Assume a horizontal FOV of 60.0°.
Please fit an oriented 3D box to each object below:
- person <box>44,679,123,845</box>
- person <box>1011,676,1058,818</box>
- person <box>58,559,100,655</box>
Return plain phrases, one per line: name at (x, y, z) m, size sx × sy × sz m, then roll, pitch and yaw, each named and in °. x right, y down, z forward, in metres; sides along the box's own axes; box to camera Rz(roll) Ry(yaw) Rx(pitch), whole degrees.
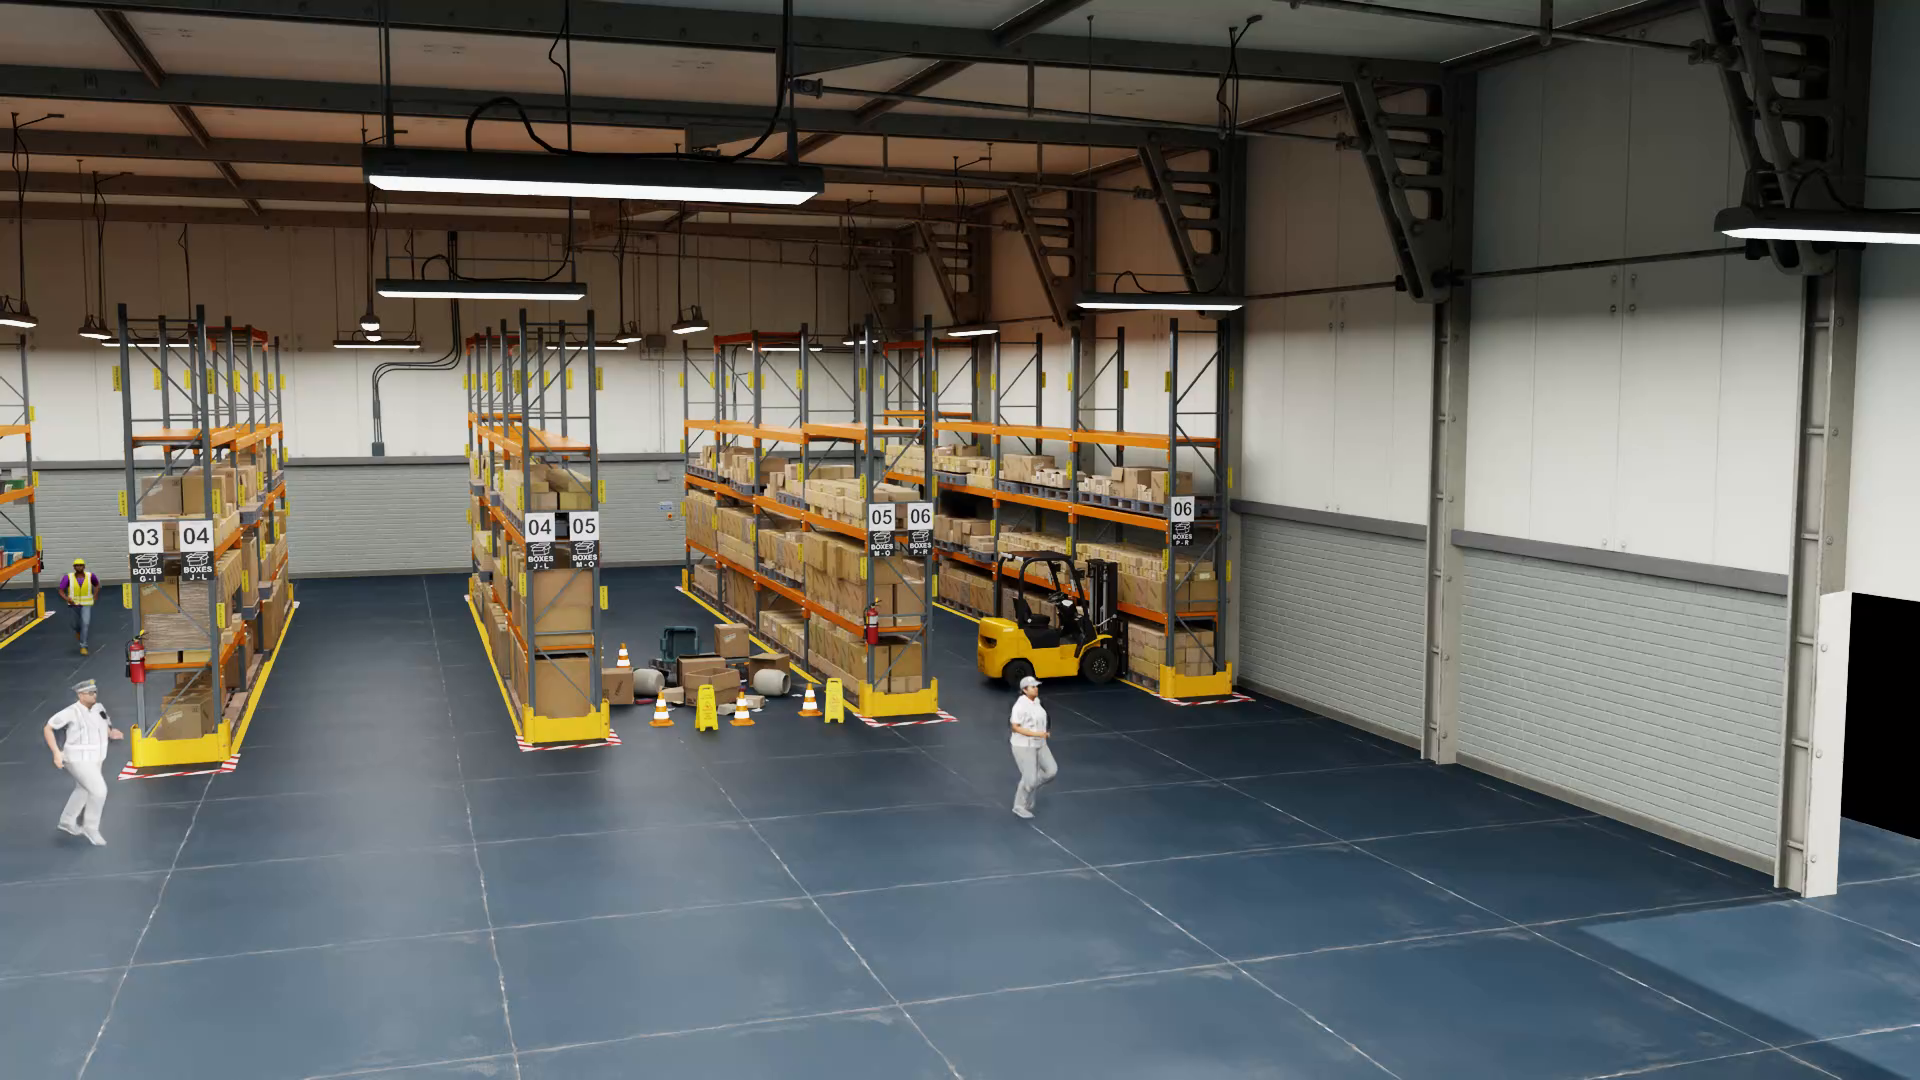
person at (-9.506, 2.420, 18.109) m, size 0.854 × 1.840 × 0.628 m, roll 1°, pitch 5°, yaw 8°
person at (0.845, 2.384, 19.135) m, size 0.527 × 1.624 × 0.657 m, roll 4°, pitch 7°, yaw 33°
person at (-16.382, 1.220, 30.944) m, size 0.672 × 1.757 × 1.091 m, roll -2°, pitch 6°, yaw -23°
